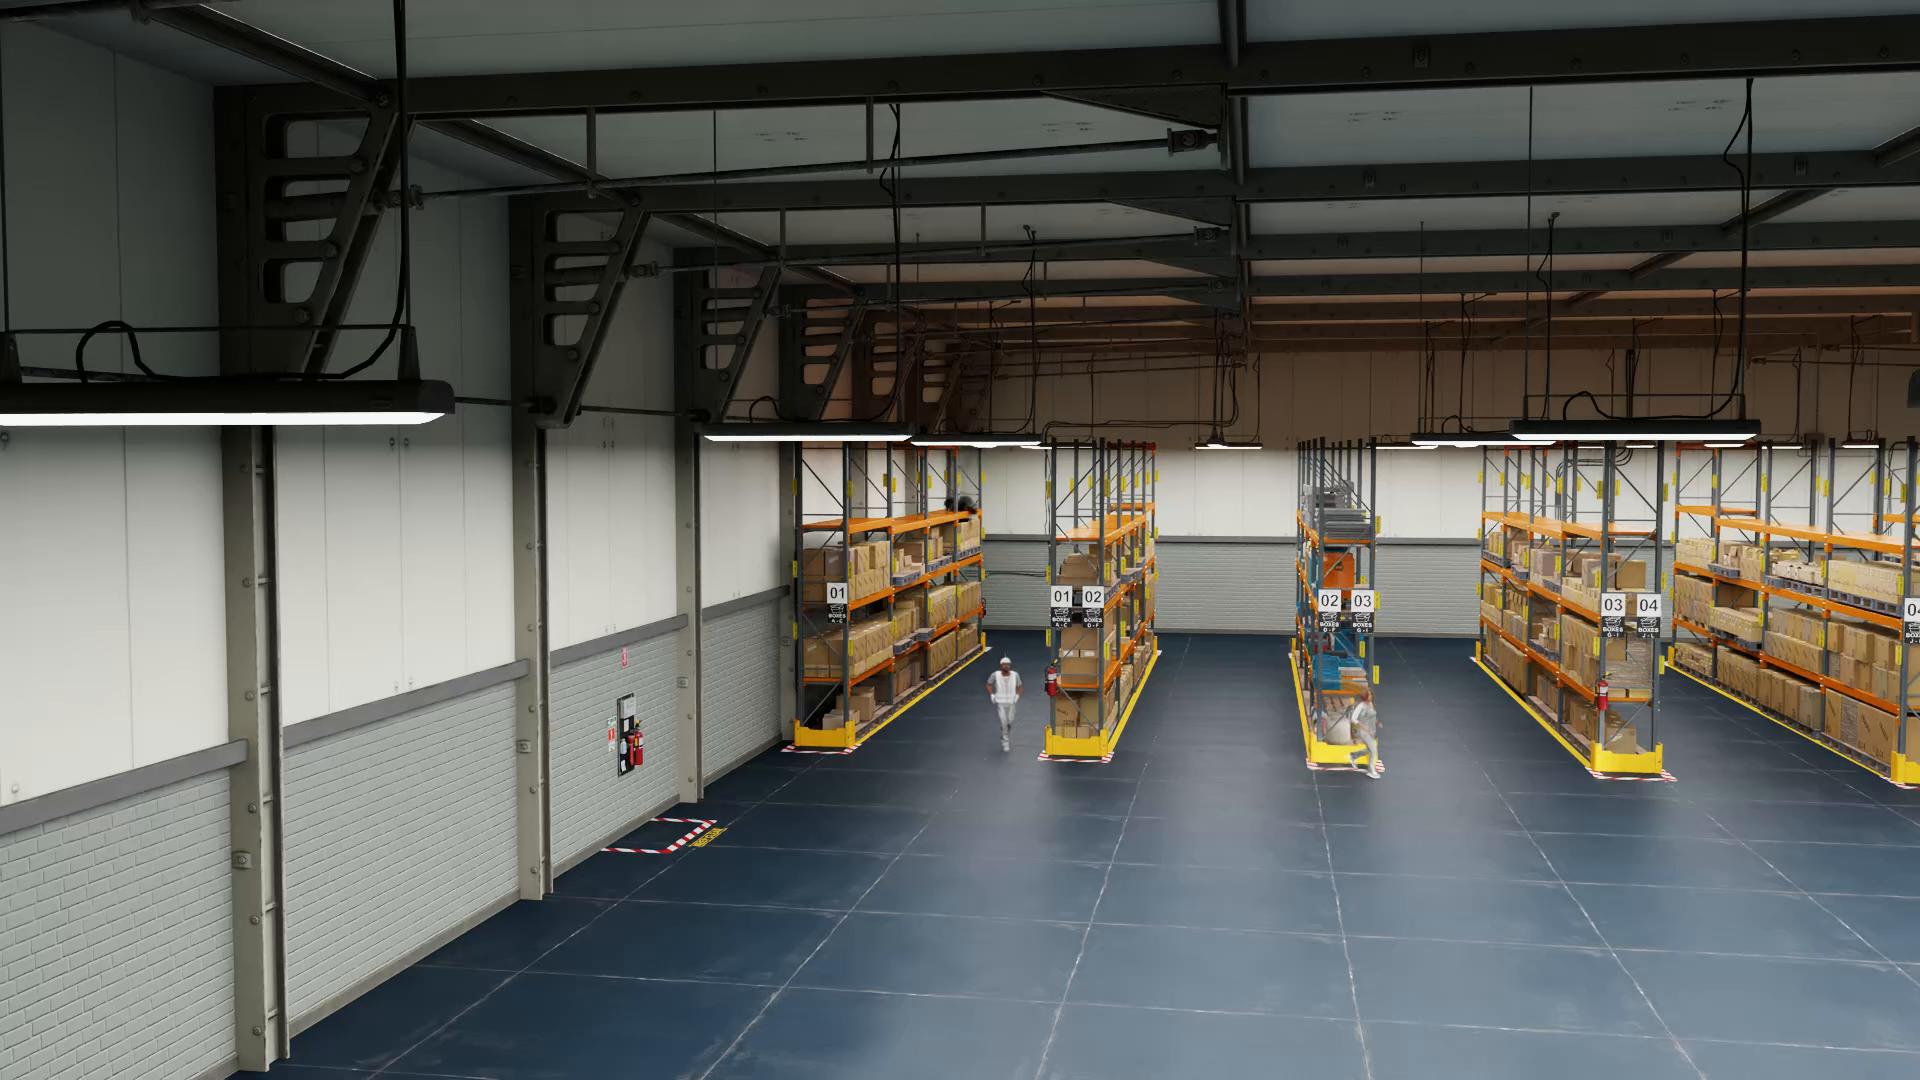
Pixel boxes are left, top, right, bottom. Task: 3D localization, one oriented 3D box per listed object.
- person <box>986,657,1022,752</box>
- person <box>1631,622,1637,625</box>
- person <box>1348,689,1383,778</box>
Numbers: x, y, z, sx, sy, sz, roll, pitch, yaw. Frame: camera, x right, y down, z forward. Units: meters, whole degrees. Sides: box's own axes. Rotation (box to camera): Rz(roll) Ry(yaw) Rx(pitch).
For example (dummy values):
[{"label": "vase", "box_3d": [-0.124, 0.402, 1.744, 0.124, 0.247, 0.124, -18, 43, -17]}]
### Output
[{"label": "person", "box_3d": [0.870, 3.148, 32.122, 0.688, 1.782, 0.796, -1, 3, -10]}, {"label": "person", "box_3d": [17.571, 2.629, 43.113, 0.600, 1.676, 0.523, 1, 3, 17]}, {"label": "person", "box_3d": [7.084, 3.399, 29.302, 0.664, 1.569, 0.556, 3, 4, 40]}]
